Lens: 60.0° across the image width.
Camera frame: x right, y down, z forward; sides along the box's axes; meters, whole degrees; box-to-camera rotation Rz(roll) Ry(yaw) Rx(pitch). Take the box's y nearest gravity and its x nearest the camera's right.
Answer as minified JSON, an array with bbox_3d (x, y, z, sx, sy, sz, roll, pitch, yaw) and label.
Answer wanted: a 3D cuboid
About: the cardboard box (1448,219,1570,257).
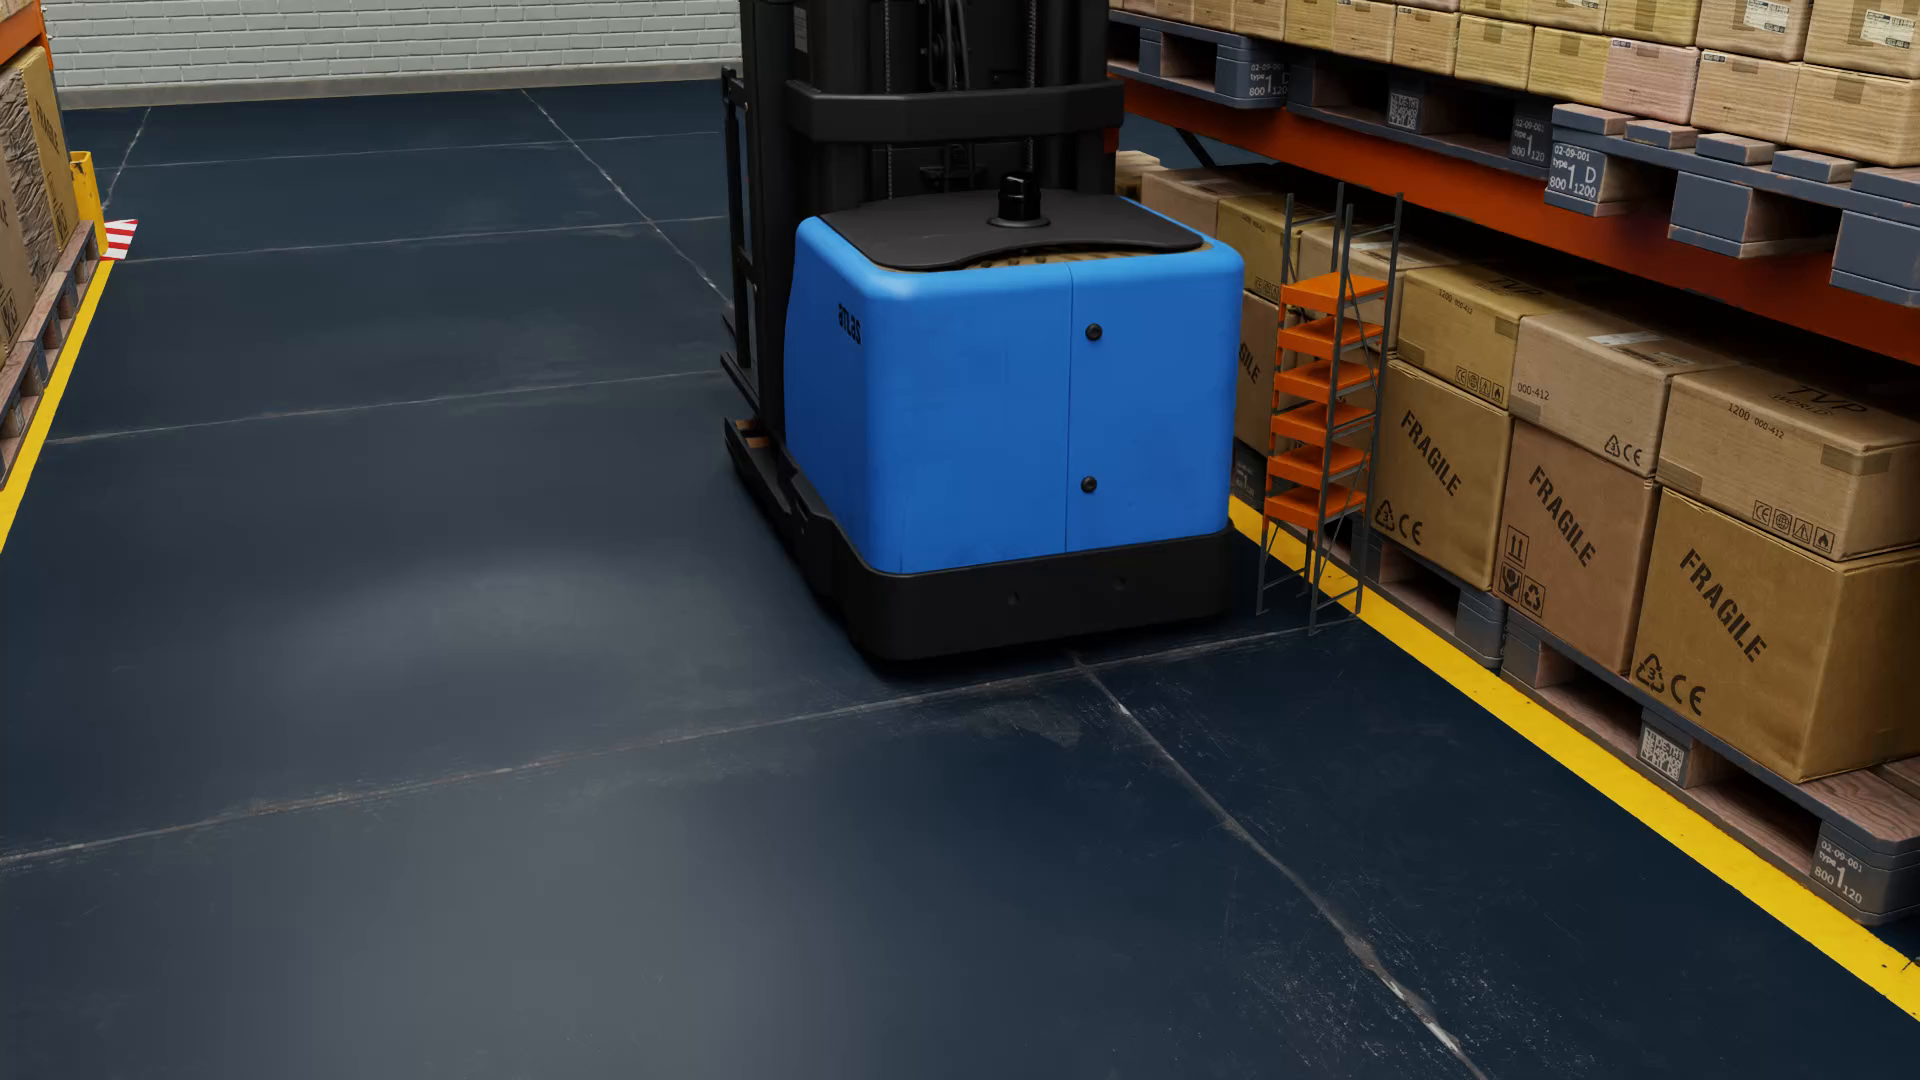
[{"bbox_3d":[1.823,-0.819,5.044,0.500,0.250,0.500,-9,25,-21],"label":"cardboard box"}]

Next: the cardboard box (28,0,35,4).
[{"bbox_3d":[-4.701,-2.656,8.014,0.380,0.149,0.250,-8,24,-18],"label":"cardboard box"}]

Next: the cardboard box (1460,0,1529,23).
[{"bbox_3d":[1.402,-1.299,3.870,0.380,0.149,0.250,-9,24,-19],"label":"cardboard box"}]

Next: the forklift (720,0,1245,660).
[{"bbox_3d":[-0.193,-1.582,5.230,1.130,2.935,3.031,-7,24,-17],"label":"forklift"}]

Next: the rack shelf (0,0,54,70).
[{"bbox_3d":[-4.428,-1.798,6.581,1.077,0.370,4.000,-8,24,-19],"label":"rack shelf"}]

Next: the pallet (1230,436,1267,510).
[{"bbox_3d":[1.230,-0.479,6.115,1.003,0.211,1.213,-8,24,-19],"label":"pallet"}]

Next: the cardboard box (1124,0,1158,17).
[{"bbox_3d":[0.766,-1.818,5.485,0.380,0.149,0.250,-8,24,-18],"label":"cardboard box"}]

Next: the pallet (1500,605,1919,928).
[{"bbox_3d":[2.092,0.407,4.012,1.003,0.211,1.213,-8,24,-19],"label":"pallet"}]

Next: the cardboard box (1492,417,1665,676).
[{"bbox_3d":[1.710,-0.028,4.131,0.500,0.500,0.500,-7,24,-17],"label":"cardboard box"}]

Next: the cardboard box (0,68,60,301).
[{"bbox_3d":[-4.512,-1.519,7.186,0.875,0.875,0.875,-8,24,-19],"label":"cardboard box"}]

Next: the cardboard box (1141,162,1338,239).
[{"bbox_3d":[0.968,-1.129,5.780,0.500,0.250,0.500,-9,25,-21],"label":"cardboard box"}]

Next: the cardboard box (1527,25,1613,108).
[{"bbox_3d":[1.501,-1.062,3.691,0.380,0.149,0.250,-9,24,-20],"label":"cardboard box"}]

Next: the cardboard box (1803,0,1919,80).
[{"bbox_3d":[1.767,-0.925,2.983,0.380,0.149,0.250,-8,24,-18],"label":"cardboard box"}]

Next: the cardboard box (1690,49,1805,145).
[{"bbox_3d":[1.677,-0.878,3.254,0.380,0.149,0.250,-8,24,-19],"label":"cardboard box"}]

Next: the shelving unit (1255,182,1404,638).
[{"bbox_3d":[0.993,-0.340,4.512,0.258,1.200,0.189,-20,30,-39],"label":"shelving unit"}]

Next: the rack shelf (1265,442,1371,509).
[{"bbox_3d":[0.993,-0.189,4.576,0.258,0.103,0.180,-20,30,-39],"label":"rack shelf"}]

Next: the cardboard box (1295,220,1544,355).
[{"bbox_3d":[1.334,-0.750,4.880,0.500,0.250,0.500,-7,24,-17],"label":"cardboard box"}]

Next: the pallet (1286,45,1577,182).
[{"bbox_3d":[1.630,-1.219,4.526,1.003,0.211,1.213,-8,24,-19],"label":"pallet"}]

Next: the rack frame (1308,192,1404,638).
[{"bbox_3d":[1.055,-0.314,4.450,0.240,1.200,0.006,-20,30,-39],"label":"rack frame"}]

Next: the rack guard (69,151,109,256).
[{"bbox_3d":[-5.143,-1.713,8.671,1.175,0.500,0.348,-8,24,-19],"label":"rack guard"}]

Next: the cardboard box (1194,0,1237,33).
[{"bbox_3d":[0.939,-1.636,5.052,0.380,0.149,0.250,-8,24,-18],"label":"cardboard box"}]

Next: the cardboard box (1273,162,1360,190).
[{"bbox_3d":[1.454,-1.198,5.943,0.500,0.250,0.500,-9,24,-20],"label":"cardboard box"}]

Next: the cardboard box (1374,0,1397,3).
[{"bbox_3d":[1.217,-1.487,4.317,0.380,0.149,0.250,-9,24,-20],"label":"cardboard box"}]

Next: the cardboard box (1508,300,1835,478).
[{"bbox_3d":[1.692,-0.375,3.990,0.500,0.250,0.500,-8,24,-18],"label":"cardboard box"}]

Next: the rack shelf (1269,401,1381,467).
[{"bbox_3d":[0.993,-0.299,4.529,0.258,0.103,0.180,-20,30,-39],"label":"rack shelf"}]

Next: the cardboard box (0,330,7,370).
[{"bbox_3d":[-3.880,-0.868,5.643,0.875,0.875,0.875,-8,24,-19],"label":"cardboard box"}]

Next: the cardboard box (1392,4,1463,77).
[{"bbox_3d":[1.315,-1.254,4.146,0.380,0.149,0.250,-8,24,-17],"label":"cardboard box"}]

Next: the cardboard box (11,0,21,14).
[{"bbox_3d":[-4.520,-2.470,7.573,0.380,0.149,0.250,-8,24,-19],"label":"cardboard box"}]

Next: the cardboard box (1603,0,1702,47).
[{"bbox_3d":[1.575,-1.117,3.439,0.380,0.149,0.250,-8,24,-18],"label":"cardboard box"}]

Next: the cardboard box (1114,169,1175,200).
[{"bbox_3d":[0.849,-1.548,7.424,0.380,0.149,0.250,-9,24,-20],"label":"cardboard box"}]

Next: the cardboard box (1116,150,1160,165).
[{"bbox_3d":[0.722,-1.743,7.888,0.380,0.149,0.250,-8,24,-18],"label":"cardboard box"}]

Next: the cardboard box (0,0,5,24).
[{"bbox_3d":[-4.339,-2.286,7.134,0.380,0.149,0.250,-9,24,-20],"label":"cardboard box"}]

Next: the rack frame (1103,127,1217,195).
[{"bbox_3d":[0.954,-2.047,6.244,1.000,3.000,0.127,-8,24,-19],"label":"rack frame"}]

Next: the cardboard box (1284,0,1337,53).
[{"bbox_3d":[1.129,-1.445,4.598,0.380,0.149,0.250,-9,24,-20],"label":"cardboard box"}]

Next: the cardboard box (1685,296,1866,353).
[{"bbox_3d":[2.171,-0.449,4.165,0.500,0.250,0.500,-9,24,-20],"label":"cardboard box"}]

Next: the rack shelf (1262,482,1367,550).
[{"bbox_3d":[0.993,-0.078,4.622,0.258,0.103,0.180,-20,30,-39],"label":"rack shelf"}]

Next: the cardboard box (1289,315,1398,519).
[{"bbox_3d":[1.353,-0.403,5.022,0.500,0.500,0.500,-8,24,-18],"label":"cardboard box"}]

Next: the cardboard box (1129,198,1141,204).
[{"bbox_3d":[0.585,-1.294,6.823,0.380,0.149,0.250,-8,24,-17],"label":"cardboard box"}]

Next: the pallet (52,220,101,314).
[{"bbox_3d":[-4.779,-1.292,8.043,1.003,0.211,1.213,-8,24,-19],"label":"pallet"}]

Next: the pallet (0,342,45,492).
[{"bbox_3d":[-3.917,-0.405,5.939,1.003,0.211,1.213,-8,24,-19],"label":"pallet"}]
